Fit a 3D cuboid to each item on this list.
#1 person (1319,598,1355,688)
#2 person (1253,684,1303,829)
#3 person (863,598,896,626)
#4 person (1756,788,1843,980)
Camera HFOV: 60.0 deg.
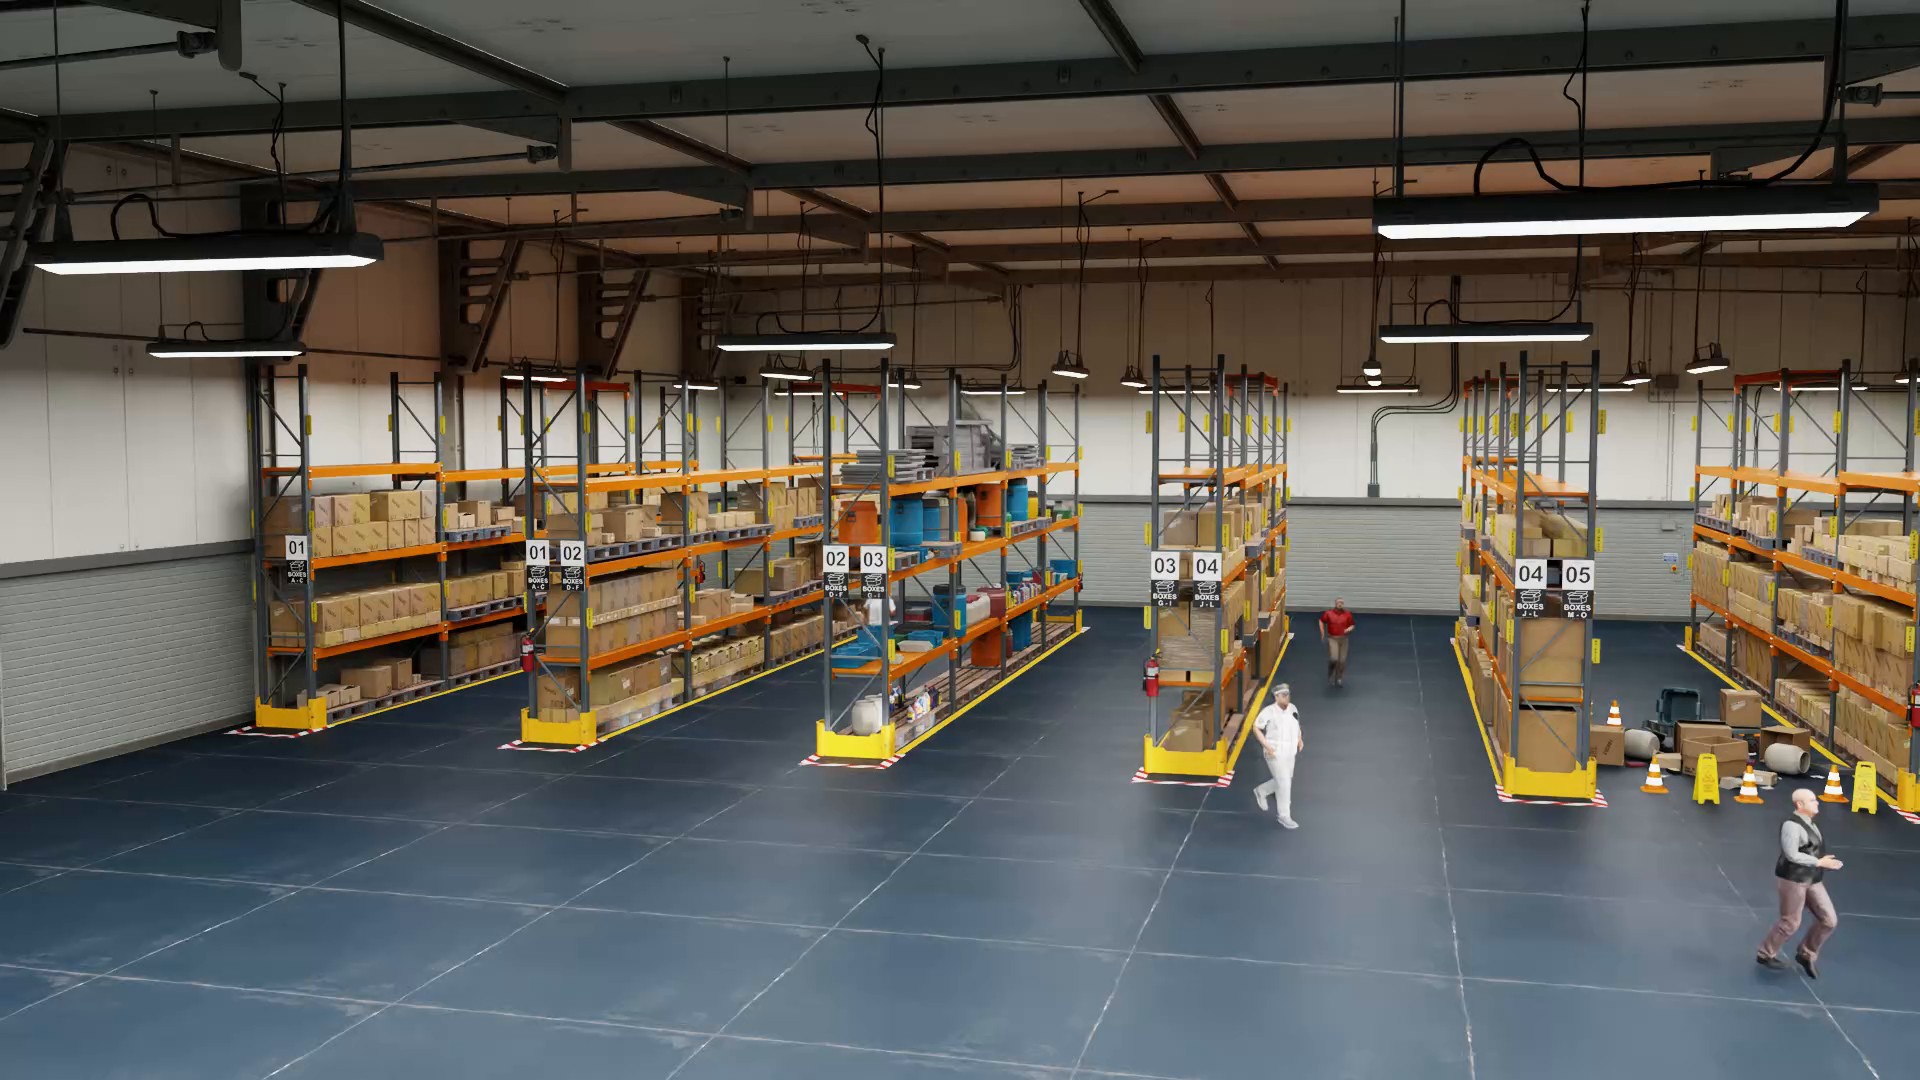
[{"bbox_3d":[7.213,1.962,31.741,0.641,1.722,0.693,0,4,1],"label":"person"},{"bbox_3d":[4.002,2.671,20.946,0.662,1.787,0.832,-3,5,-33],"label":"person"},{"bbox_3d":[-1.673,1.759,34.351,0.714,1.745,0.907,0,4,5],"label":"person"},{"bbox_3d":[7.622,3.124,15.042,0.670,1.777,0.727,-3,5,-39],"label":"person"}]
